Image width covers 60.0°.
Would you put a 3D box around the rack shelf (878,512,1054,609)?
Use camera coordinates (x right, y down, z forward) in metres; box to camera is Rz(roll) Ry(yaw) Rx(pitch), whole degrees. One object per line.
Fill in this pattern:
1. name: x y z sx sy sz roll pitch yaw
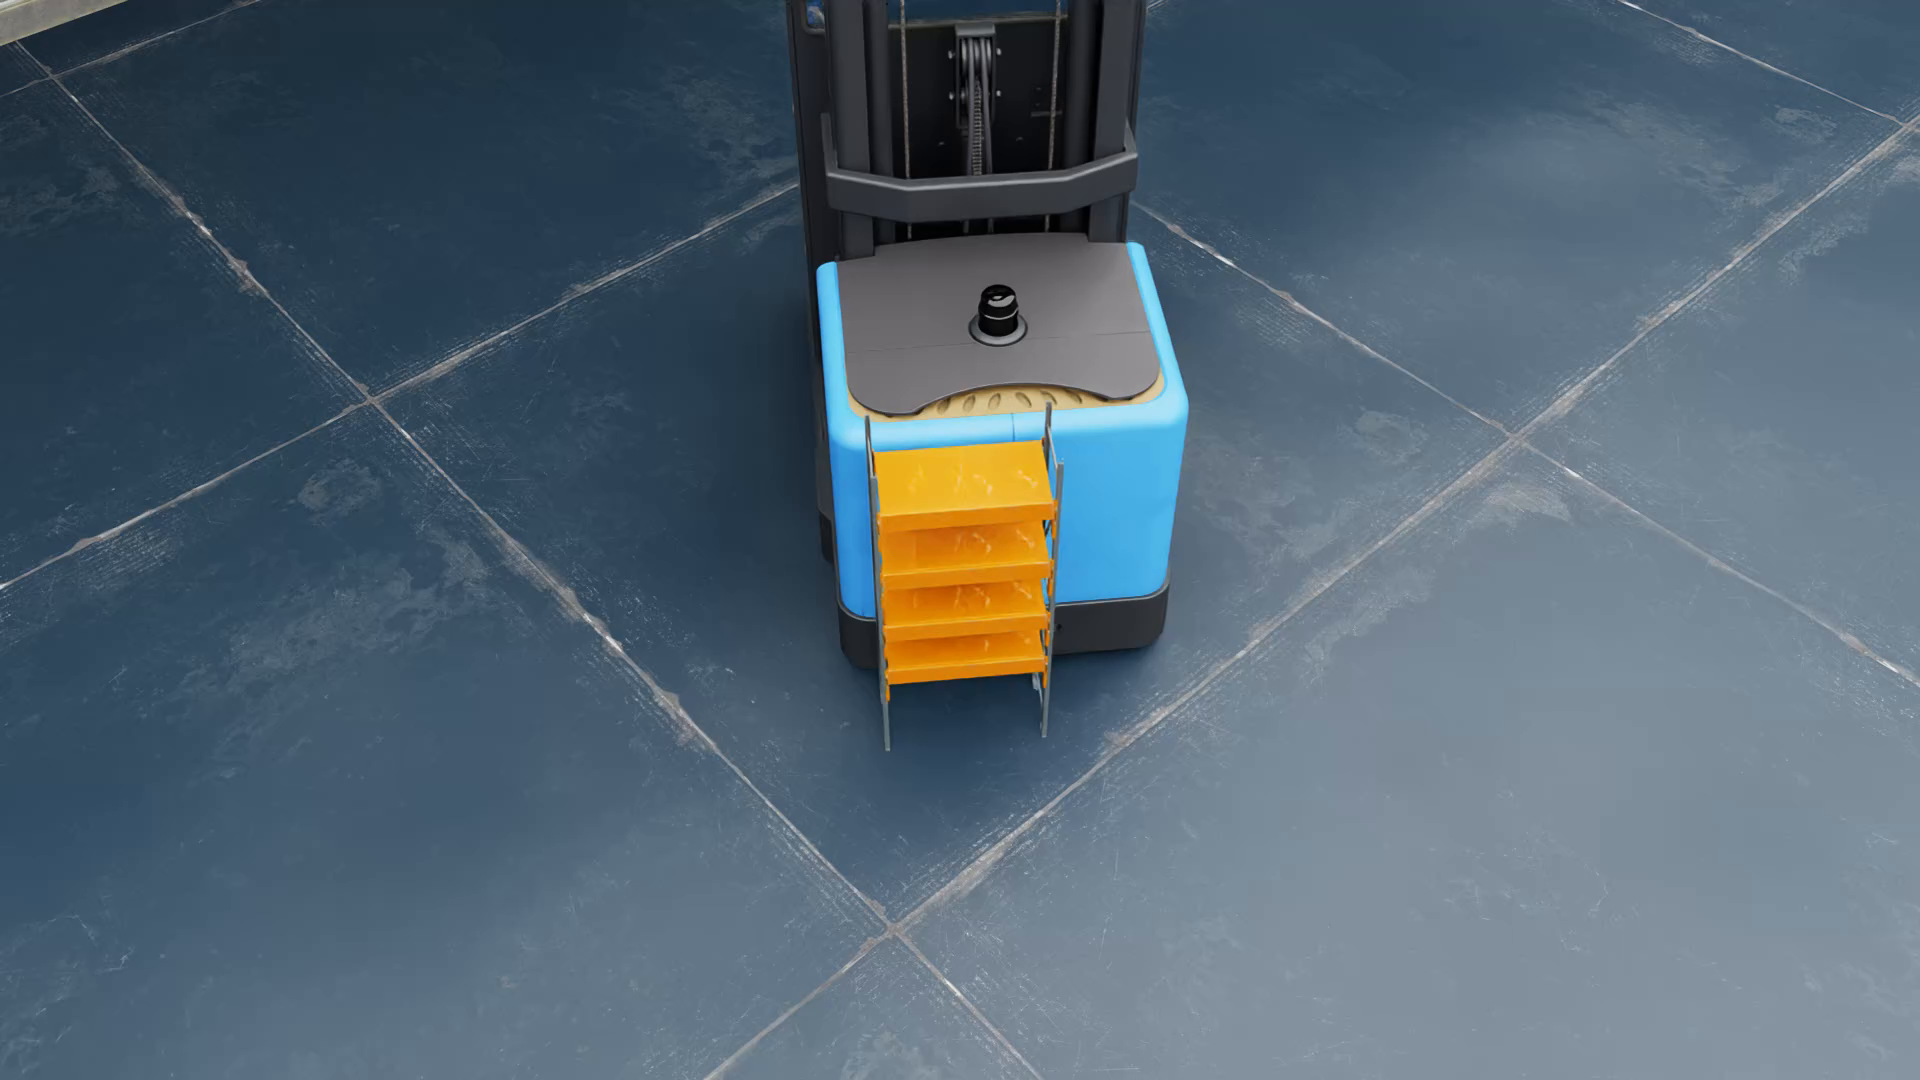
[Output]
1. rack shelf: 0.007 0.035 4.688 0.480 0.148 0.258 -4 48 -4

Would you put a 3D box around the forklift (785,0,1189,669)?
1. forklift: -0.008 -1.674 5.300 1.130 2.935 3.031 -4 47 -4

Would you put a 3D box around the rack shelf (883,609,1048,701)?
1. rack shelf: 0.007 0.321 4.999 0.480 0.148 0.258 -4 48 -4

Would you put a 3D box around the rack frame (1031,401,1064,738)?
1. rack frame: 0.250 0.122 4.821 0.015 1.200 0.240 -4 48 -4

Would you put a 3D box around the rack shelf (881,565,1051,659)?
1. rack shelf: 0.007 0.187 4.853 0.480 0.148 0.258 -4 48 -4

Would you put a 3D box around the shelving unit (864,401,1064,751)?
1. shelving unit: 0.007 0.141 4.803 0.503 1.200 0.258 -4 48 -4

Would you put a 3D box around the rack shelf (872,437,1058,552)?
1. rack shelf: 0.007 -0.125 4.514 0.480 0.148 0.258 -4 48 -4

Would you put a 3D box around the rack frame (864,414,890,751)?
1. rack frame: -0.235 0.160 4.786 0.015 1.200 0.240 -4 48 -4
